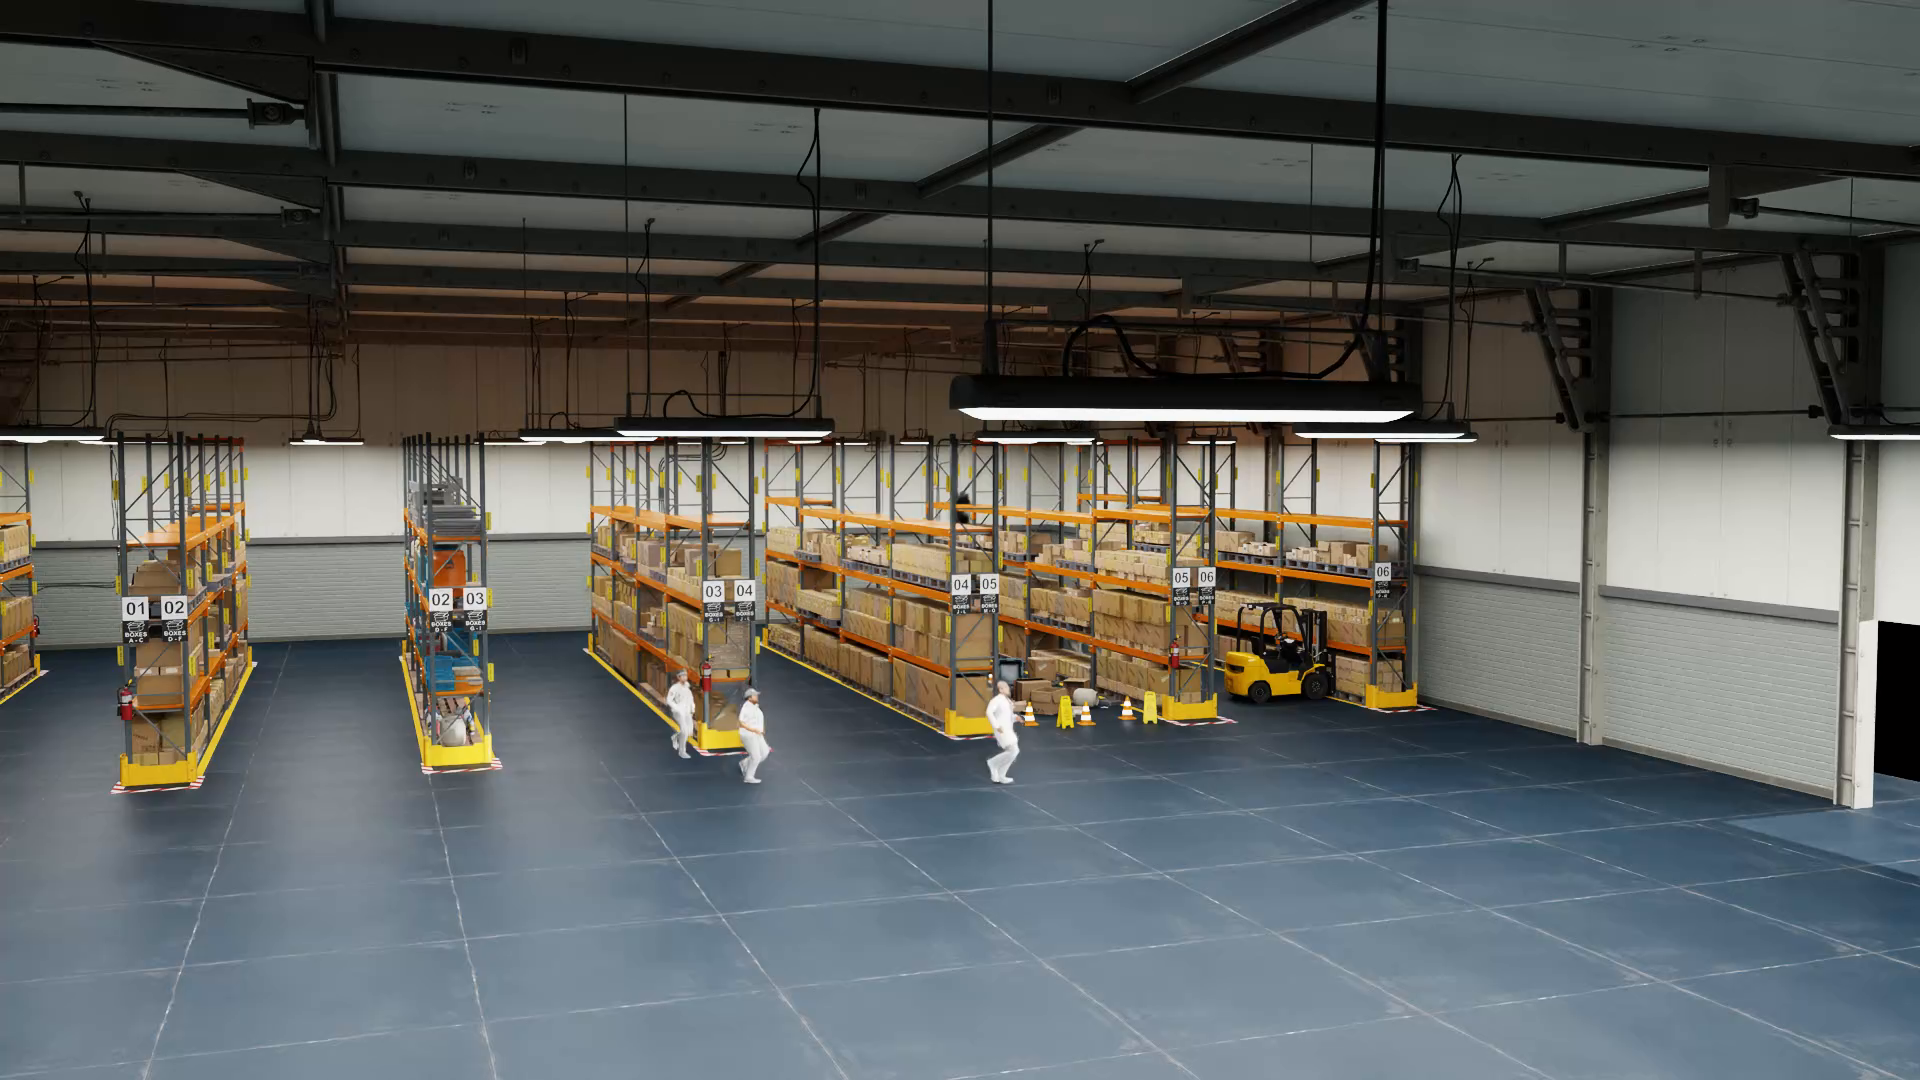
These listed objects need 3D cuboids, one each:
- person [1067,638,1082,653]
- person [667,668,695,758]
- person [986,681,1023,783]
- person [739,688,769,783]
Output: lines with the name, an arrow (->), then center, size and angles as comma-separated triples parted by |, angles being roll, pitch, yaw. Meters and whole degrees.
person -> 3.138, 2.412, 44.897 | 0.575, 1.627, 0.596 | -1, 3, -19
person -> -5.195, 3.194, 30.865 | 0.584, 1.662, 0.654 | 2, 4, 38
person -> 0.768, 3.276, 28.353 | 0.572, 1.738, 0.775 | 1, 3, 19
person -> -3.550, 3.338, 28.363 | 0.524, 1.621, 0.570 | 1, 3, 15
